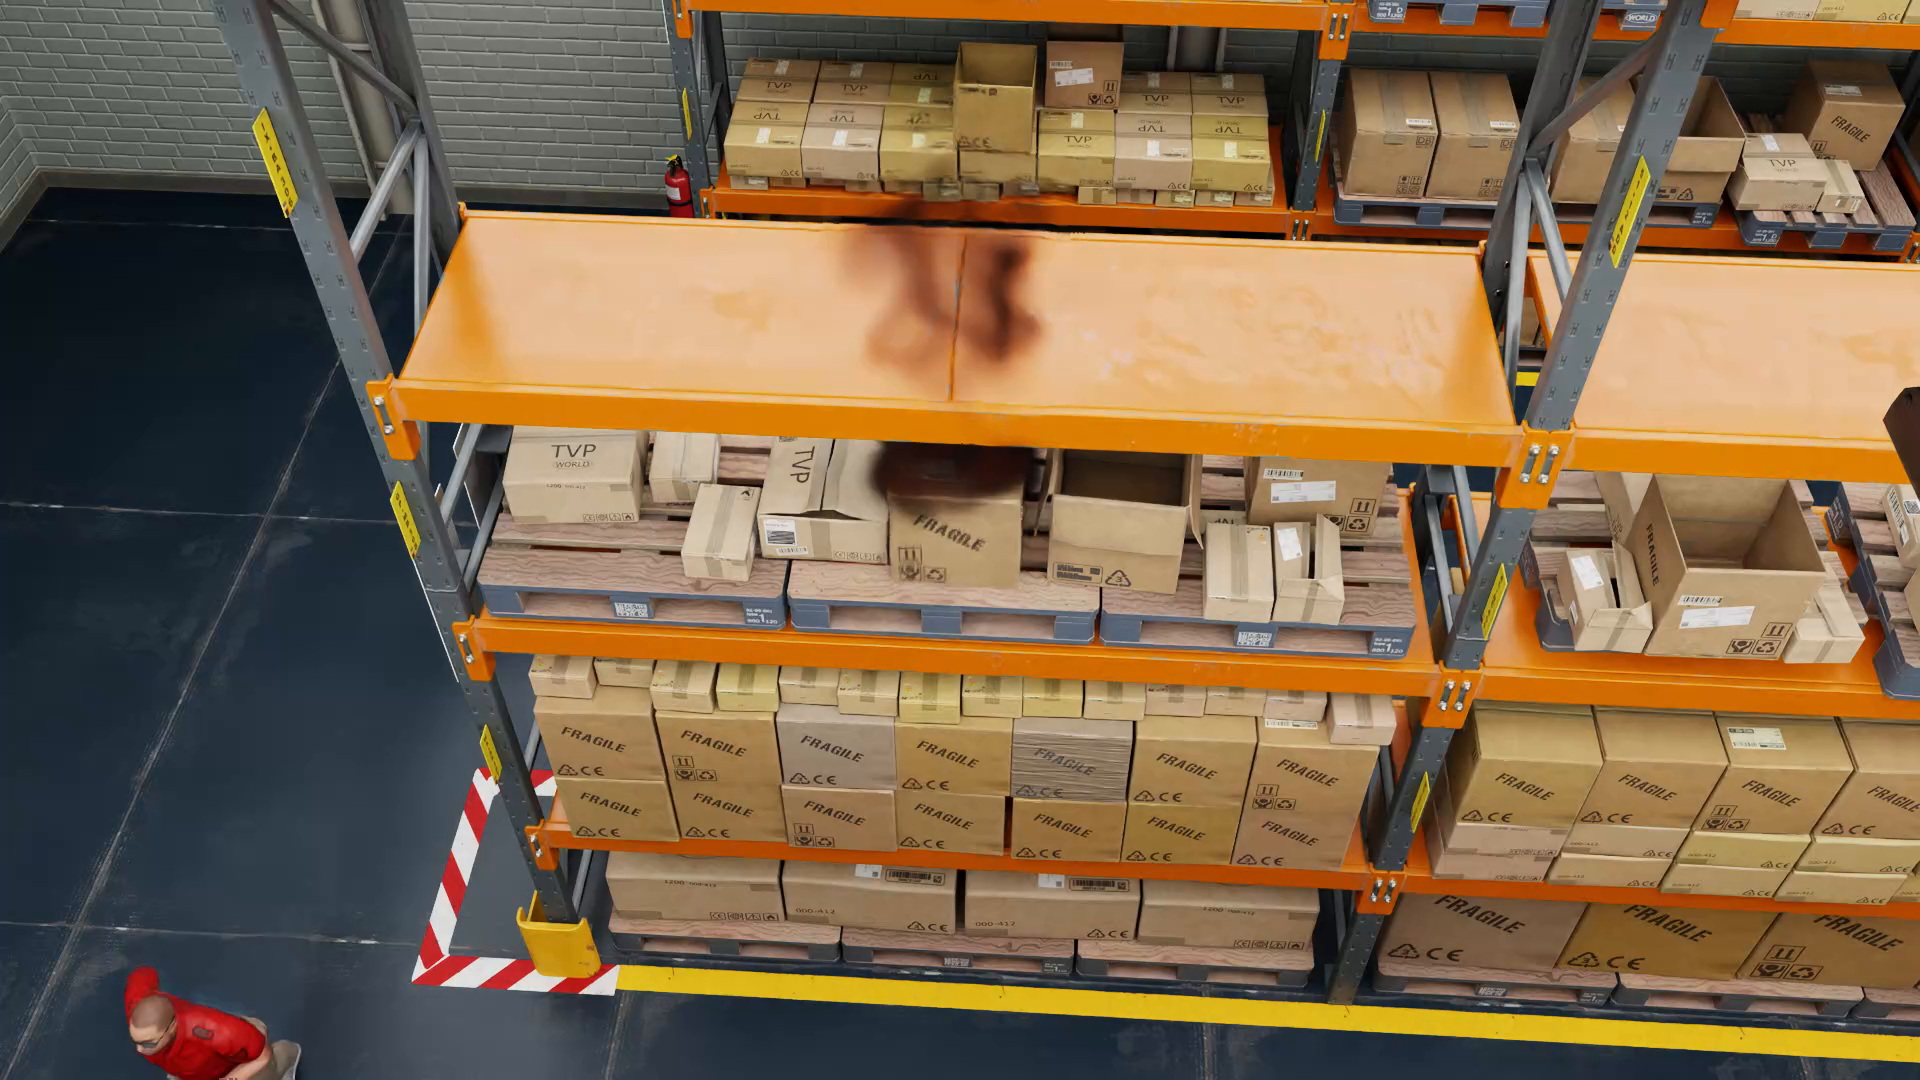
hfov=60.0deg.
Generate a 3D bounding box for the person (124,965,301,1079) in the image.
[{"bbox_3d":[-3.329,2.351,7.545,0.702,1.688,0.800,9,48,8],"label":"person"}]
